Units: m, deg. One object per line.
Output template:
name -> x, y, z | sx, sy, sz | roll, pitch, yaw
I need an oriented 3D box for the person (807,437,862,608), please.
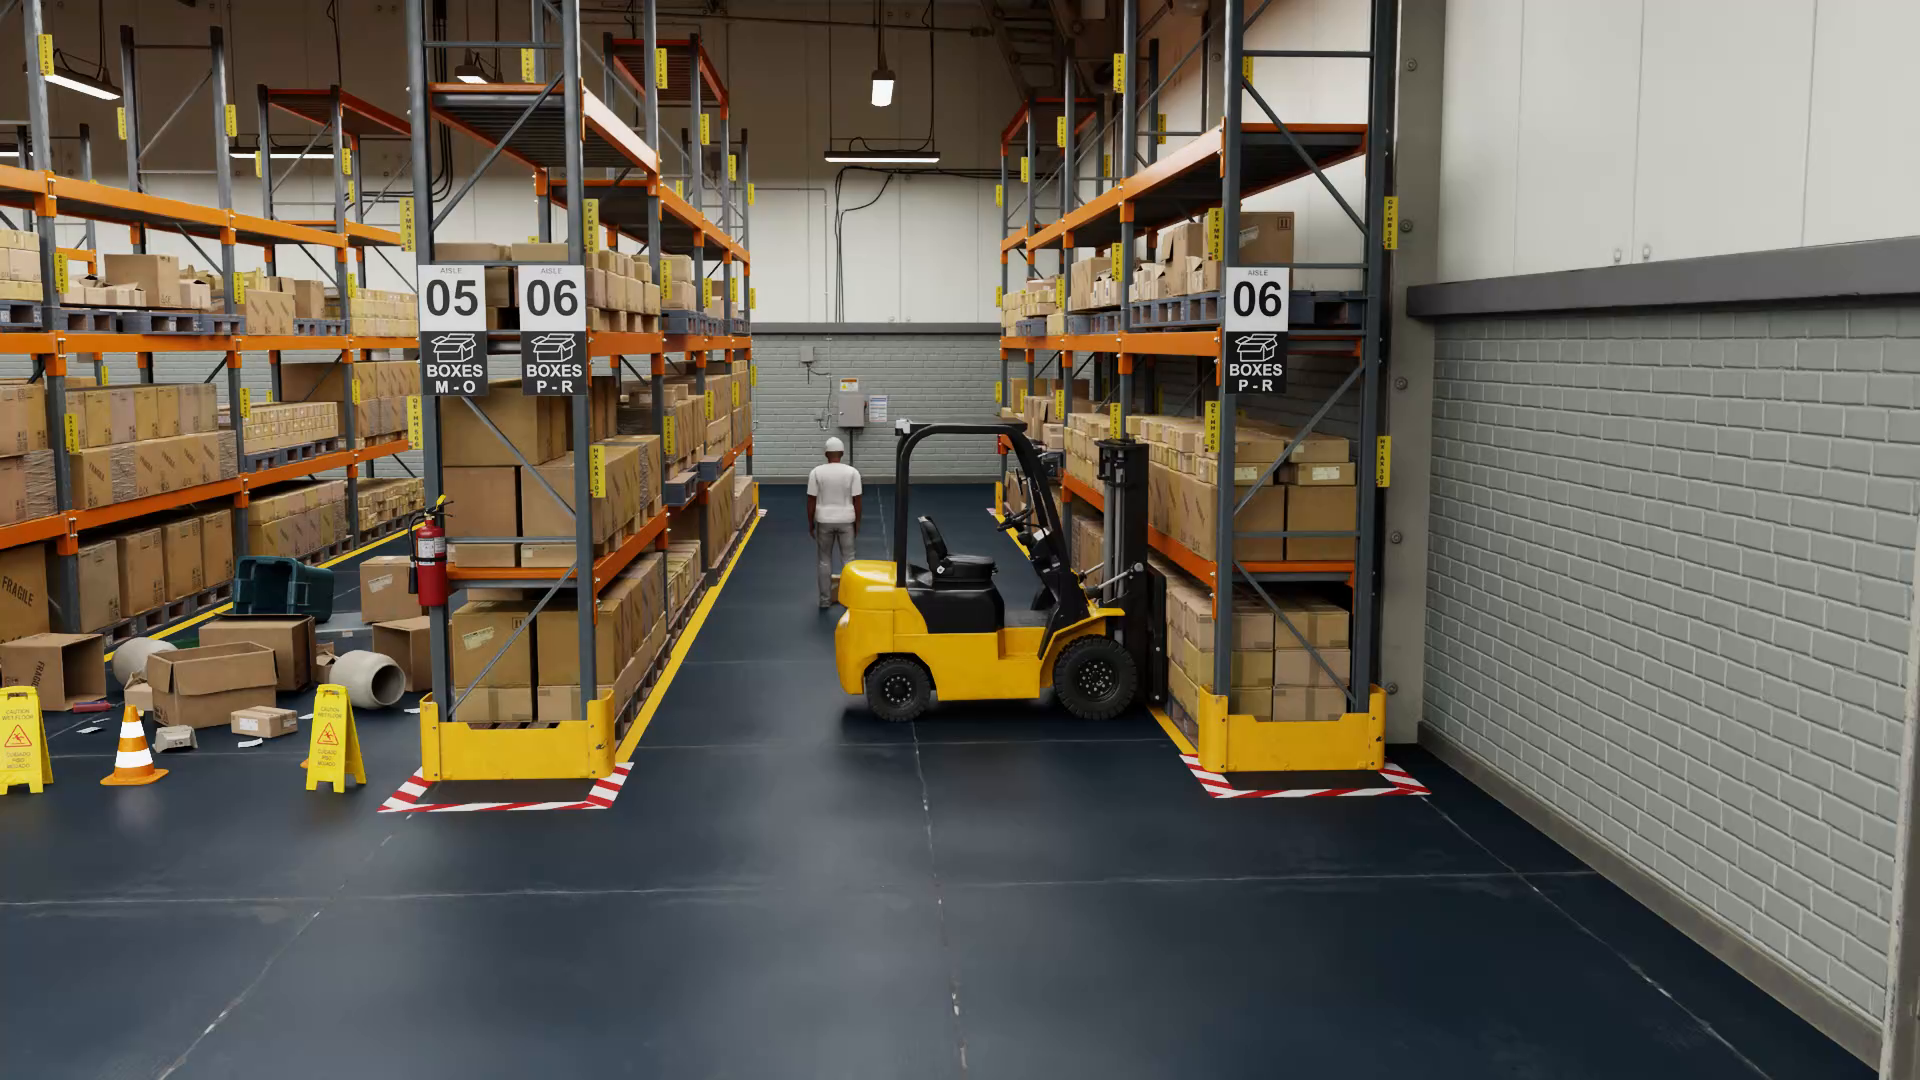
person -> -1.294, -0.172, 17.180 | 0.565, 1.782, 0.387 | 0, 7, -2
